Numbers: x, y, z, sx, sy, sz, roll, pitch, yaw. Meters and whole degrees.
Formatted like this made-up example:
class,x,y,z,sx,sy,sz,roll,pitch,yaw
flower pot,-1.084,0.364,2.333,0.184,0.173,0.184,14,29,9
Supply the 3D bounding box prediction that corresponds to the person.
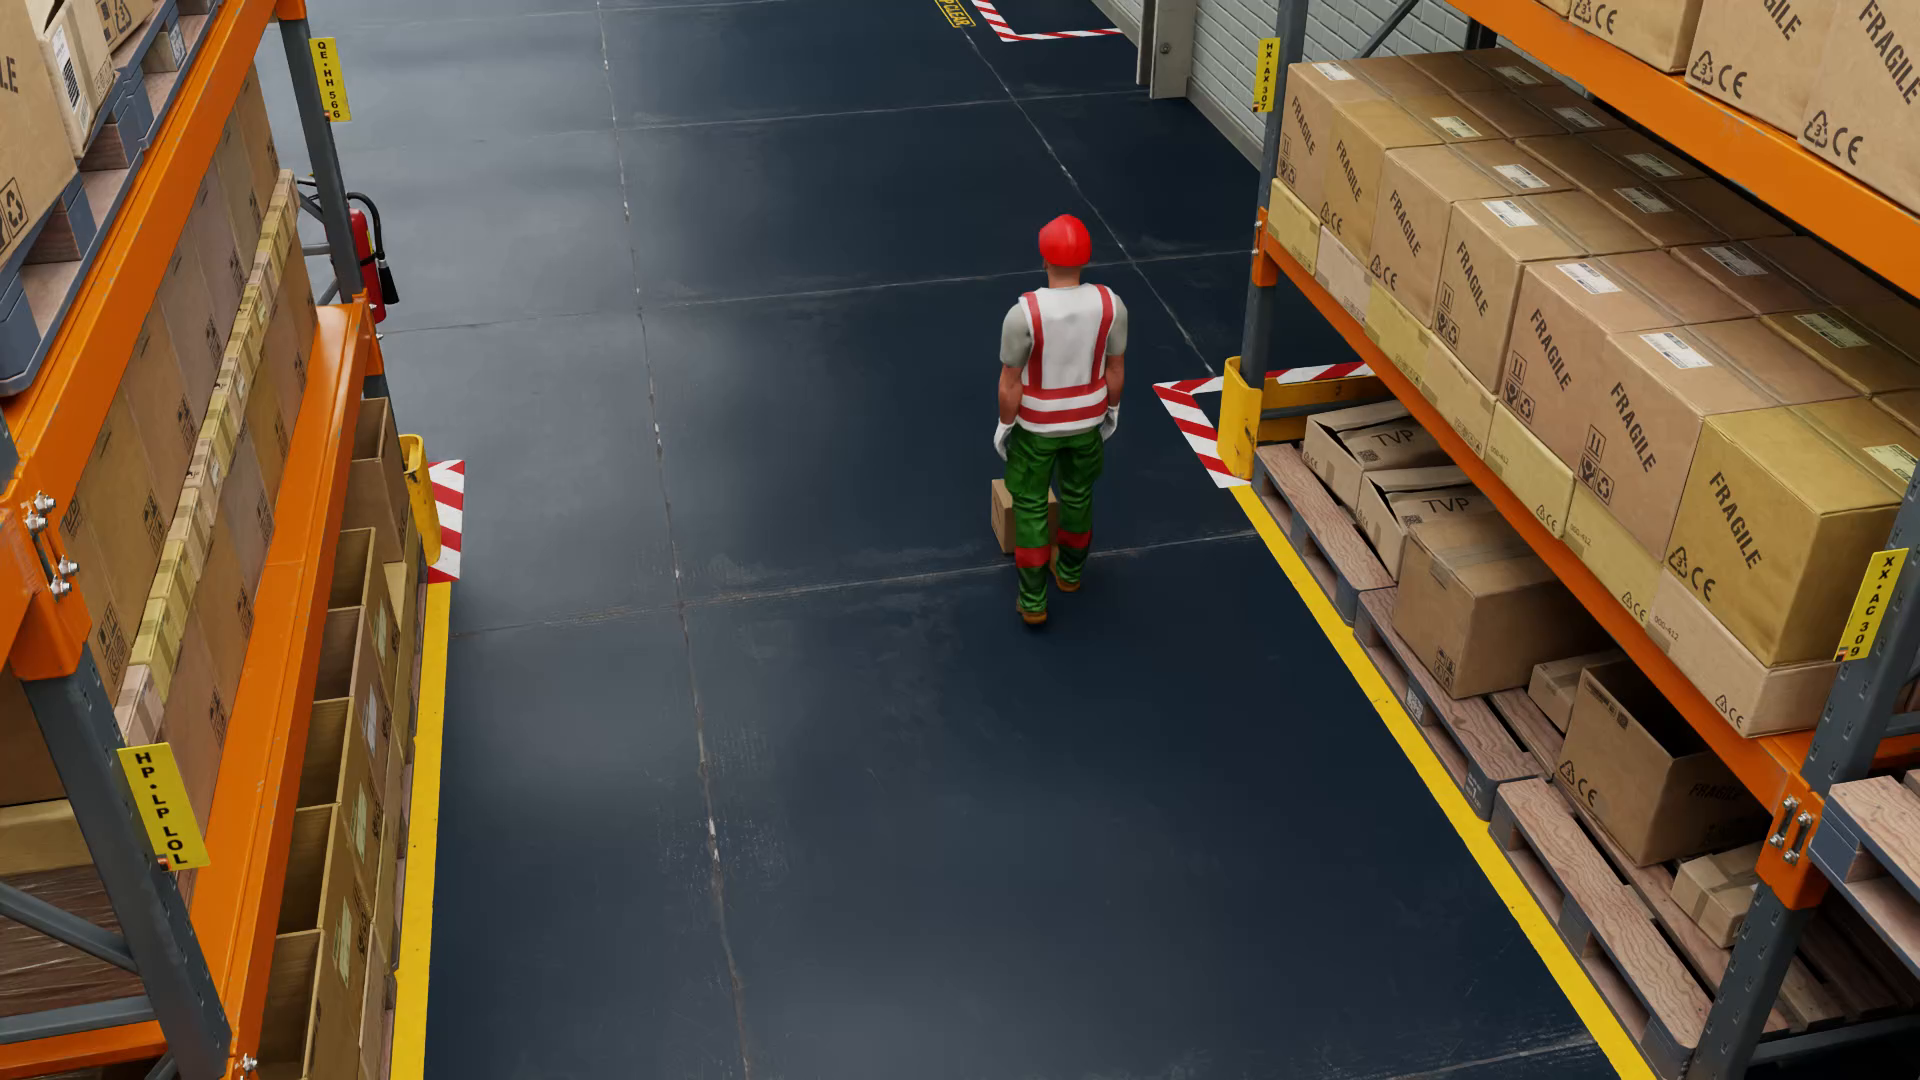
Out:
class,x,y,z,sx,sy,sz,roll,pitch,yaw
person,0.394,-0.503,6.876,0.538,1.814,0.538,-7,35,-10
